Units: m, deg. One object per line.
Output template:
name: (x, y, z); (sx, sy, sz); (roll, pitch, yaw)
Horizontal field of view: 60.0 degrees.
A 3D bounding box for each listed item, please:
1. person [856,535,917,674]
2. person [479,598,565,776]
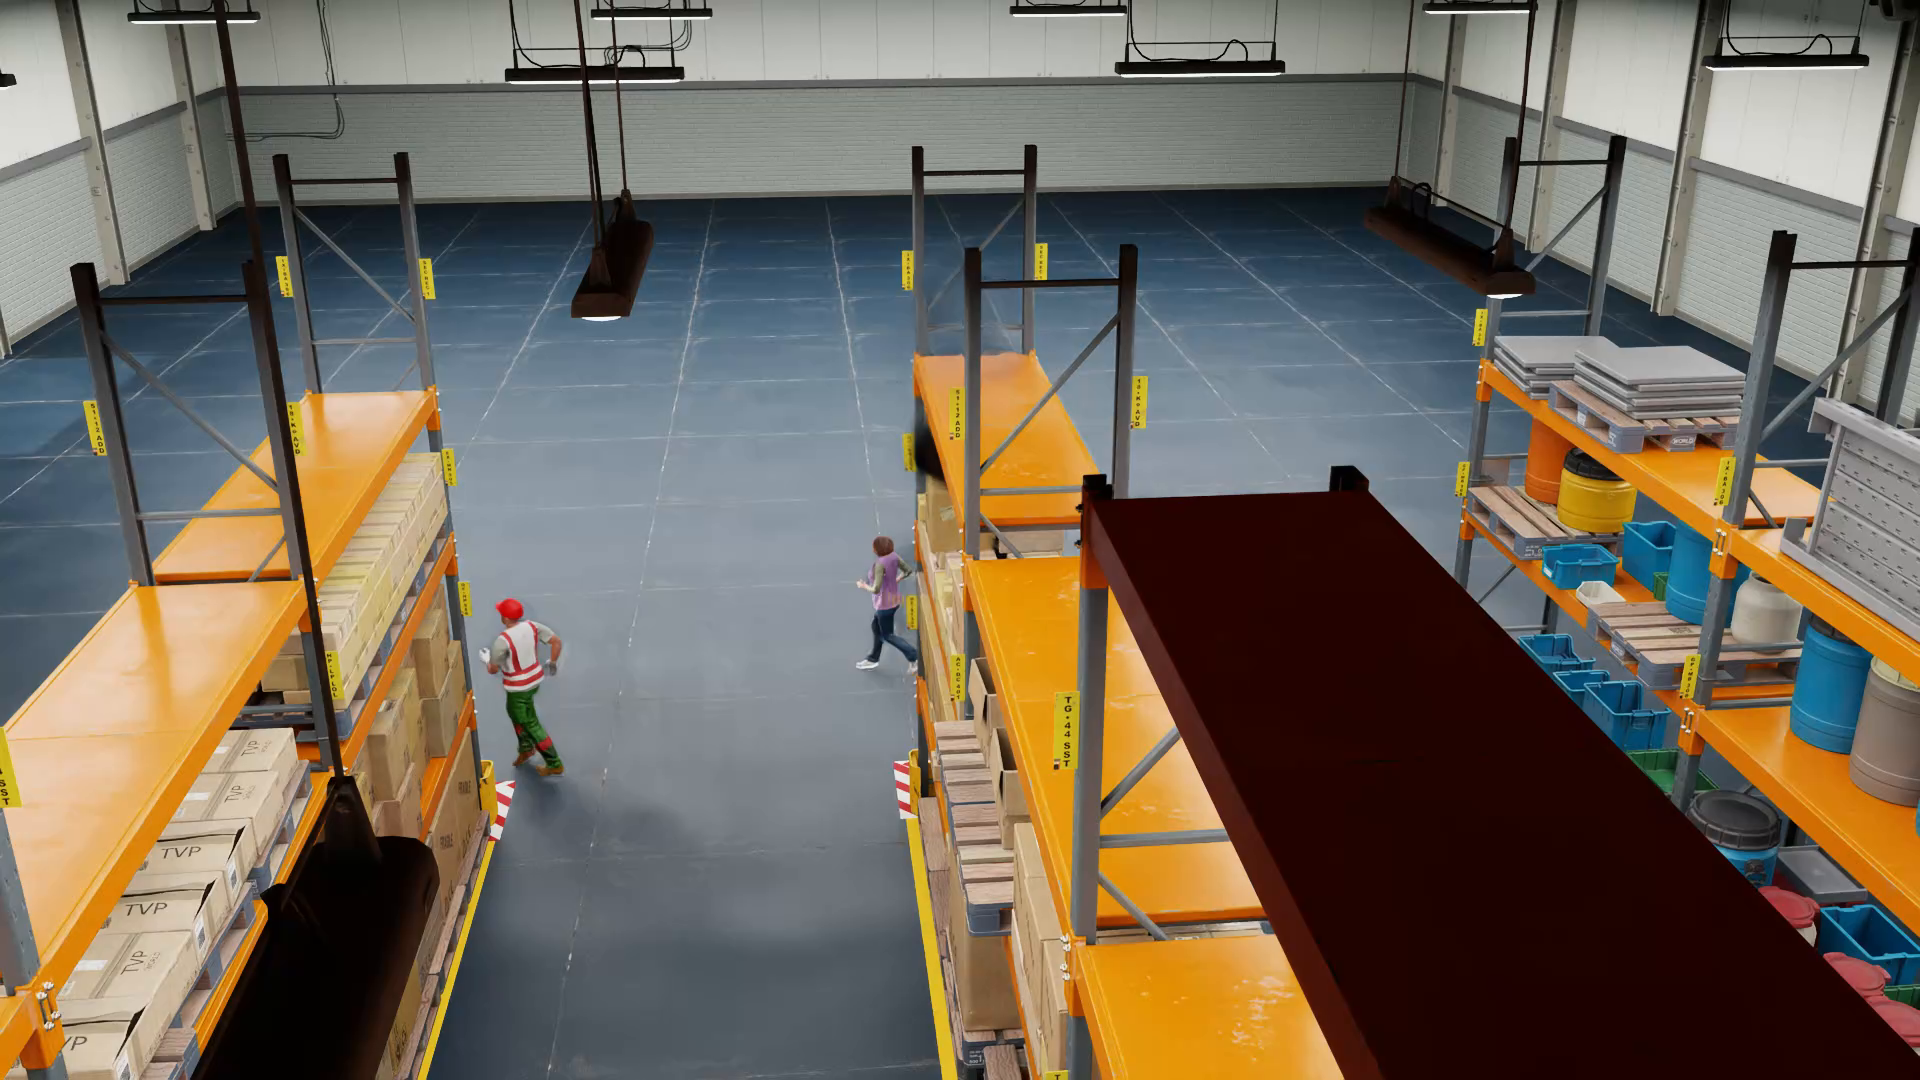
person: (-0.732, 0.706, 17.702); (0.873, 1.599, 0.544); (9, 23, 22)
person: (-4.127, 1.395, 15.698); (0.857, 1.839, 0.644); (10, 24, 23)
